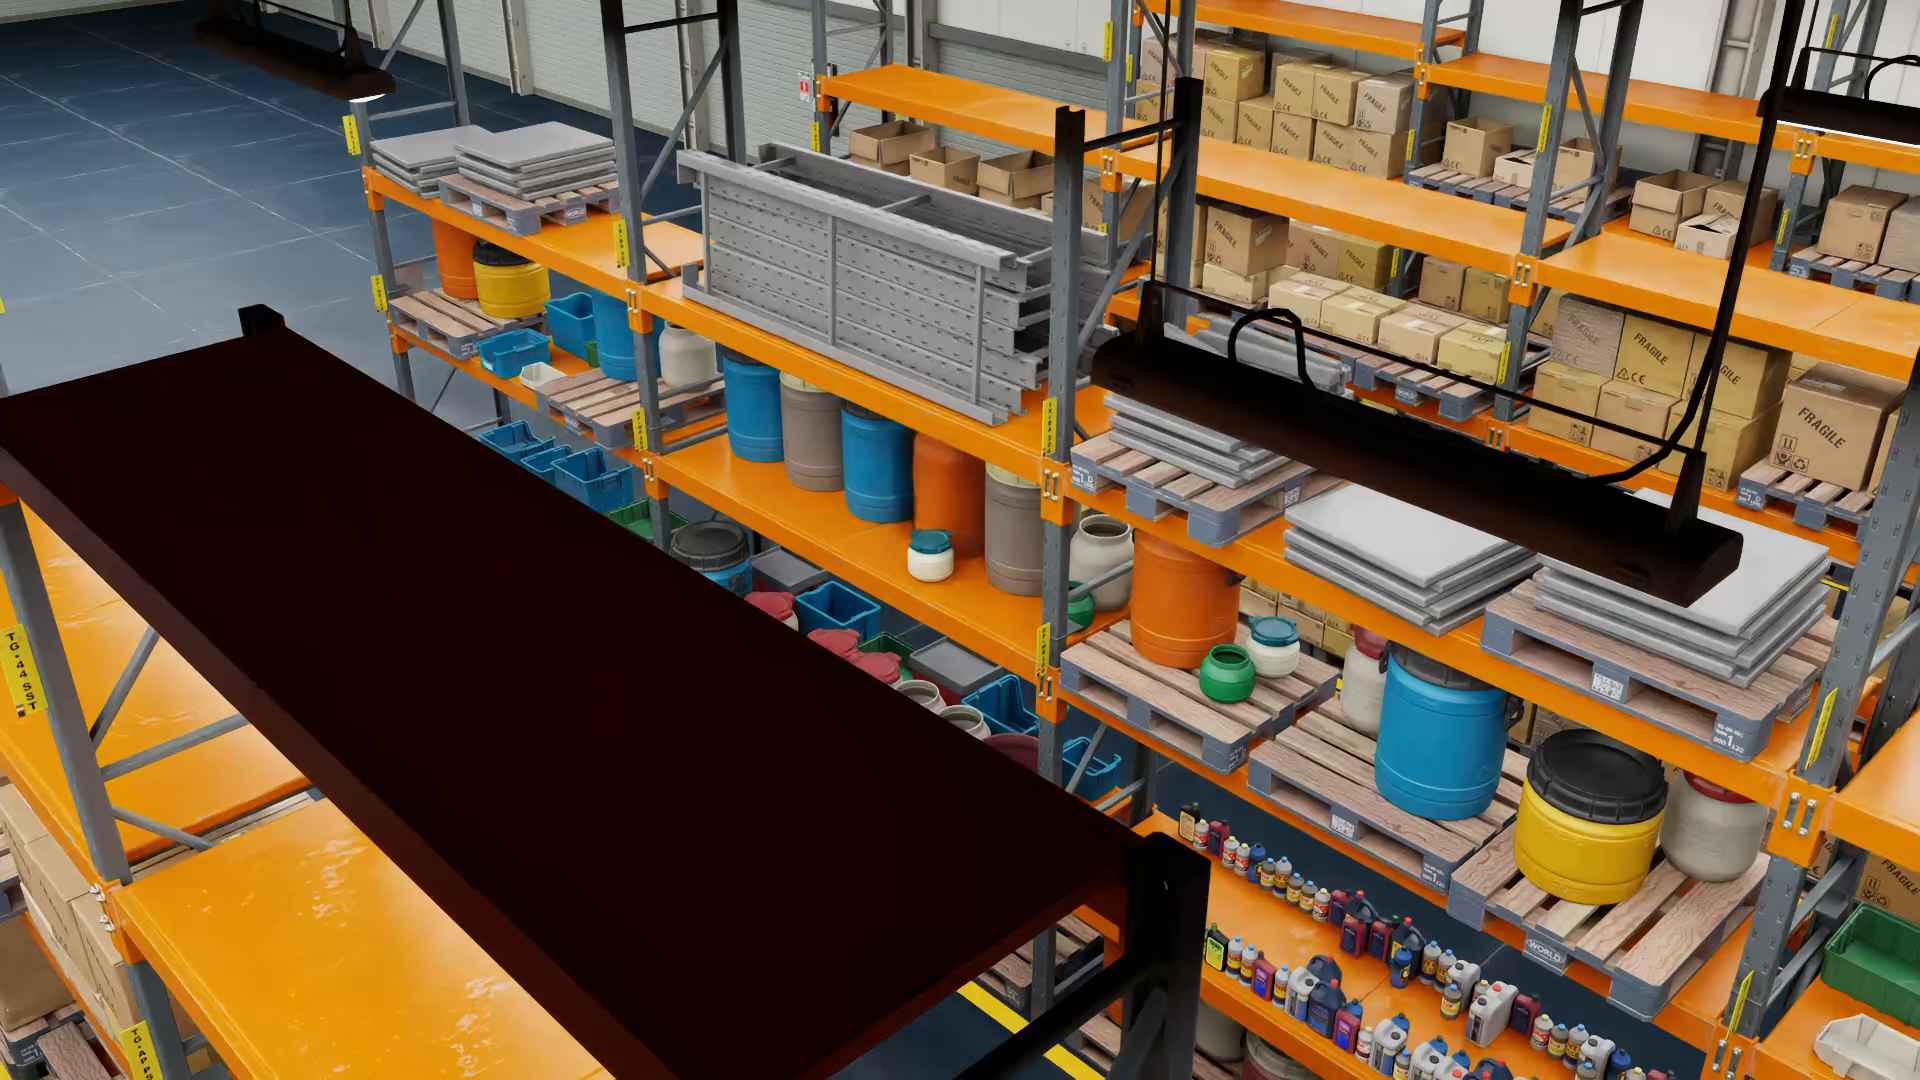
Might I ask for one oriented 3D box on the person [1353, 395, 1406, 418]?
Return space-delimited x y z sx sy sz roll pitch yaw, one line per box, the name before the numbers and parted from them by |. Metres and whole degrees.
person | 4.380 -1.285 17.367 0.566 1.744 0.528 -16 32 -27
